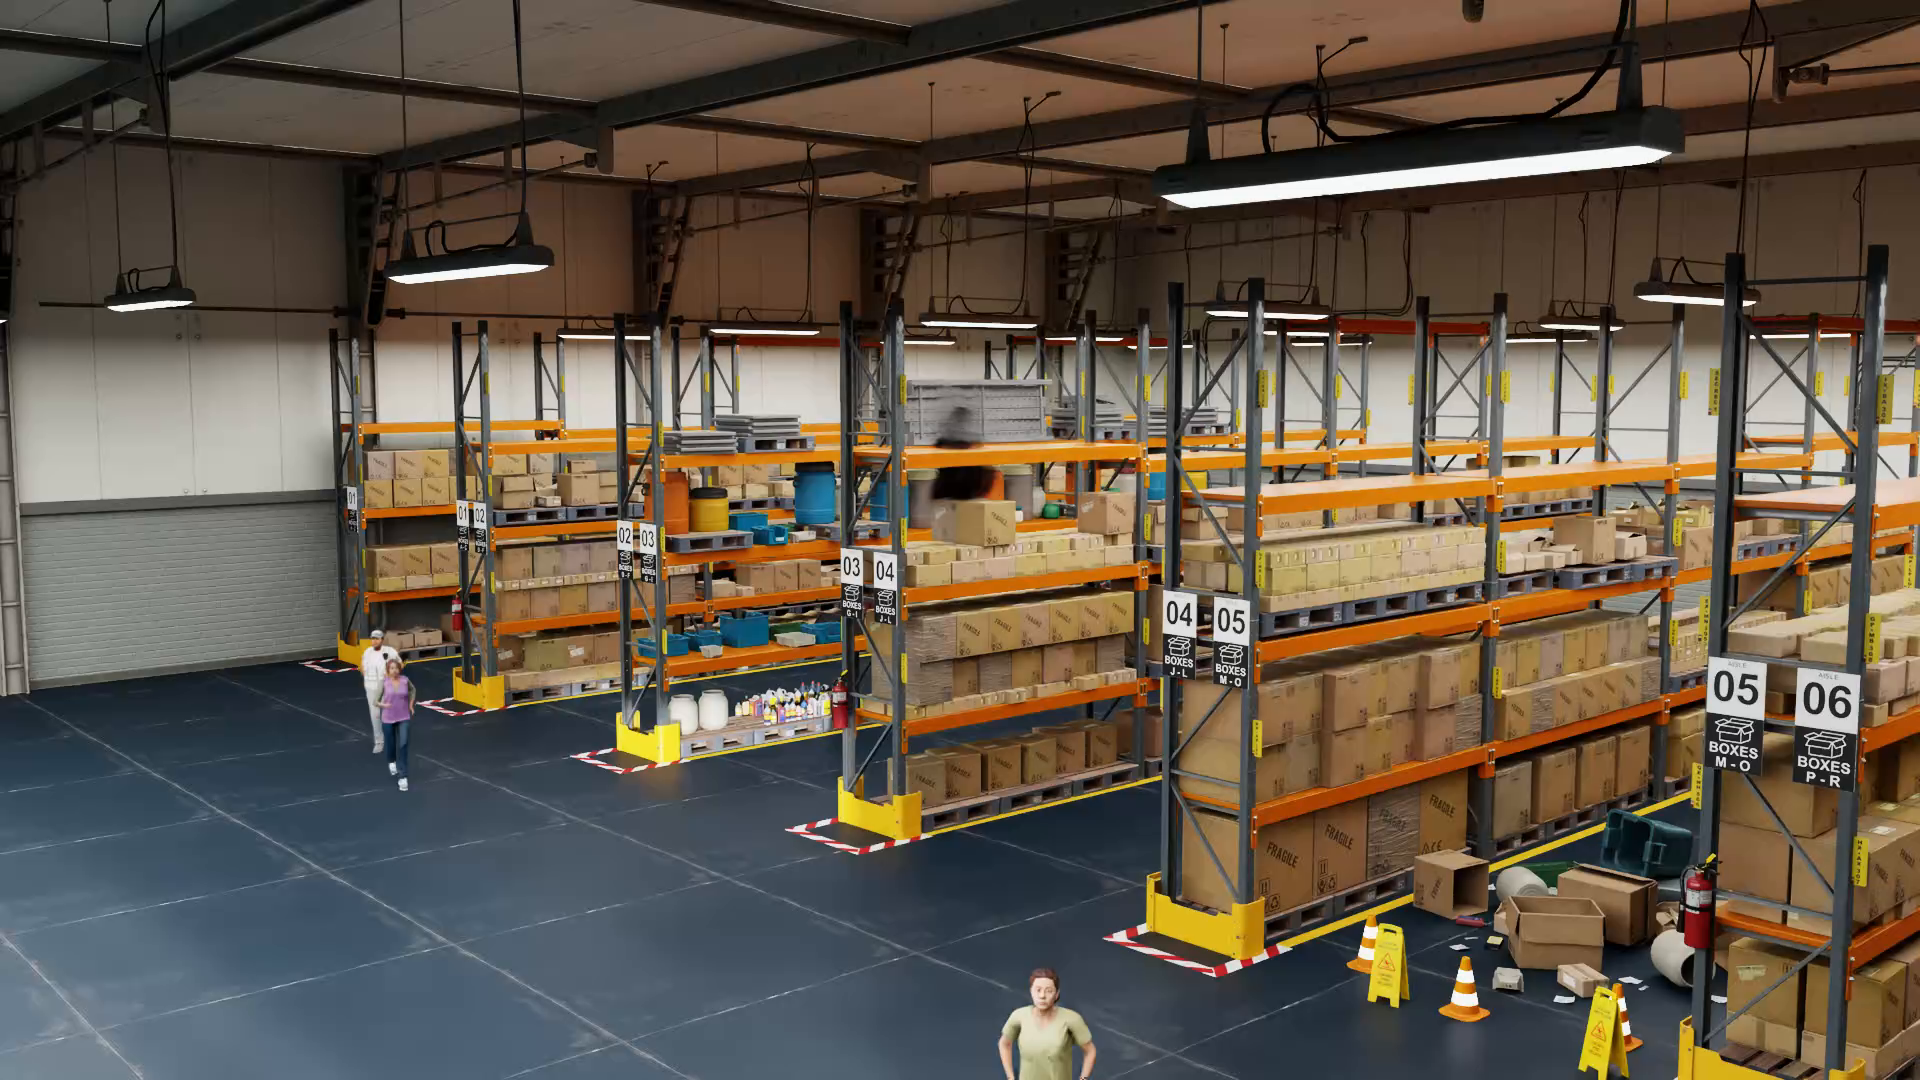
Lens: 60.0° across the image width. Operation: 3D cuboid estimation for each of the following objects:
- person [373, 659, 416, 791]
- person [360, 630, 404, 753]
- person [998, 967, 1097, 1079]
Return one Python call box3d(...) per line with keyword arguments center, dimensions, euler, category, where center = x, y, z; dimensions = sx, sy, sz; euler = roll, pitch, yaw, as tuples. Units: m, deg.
box3d(center=(-7.101, 2.284, 20.926), dimensions=(0.537, 1.596, 0.878), euler=(-2, 6, -24), category="person")
box3d(center=(-8.037, 2.072, 23.128), dimensions=(0.600, 1.672, 0.794), euler=(-1, 6, -10), category="person")
box3d(center=(0.525, 3.364, 10.078), dimensions=(0.599, 1.640, 0.733), euler=(1, 6, 7), category="person")
